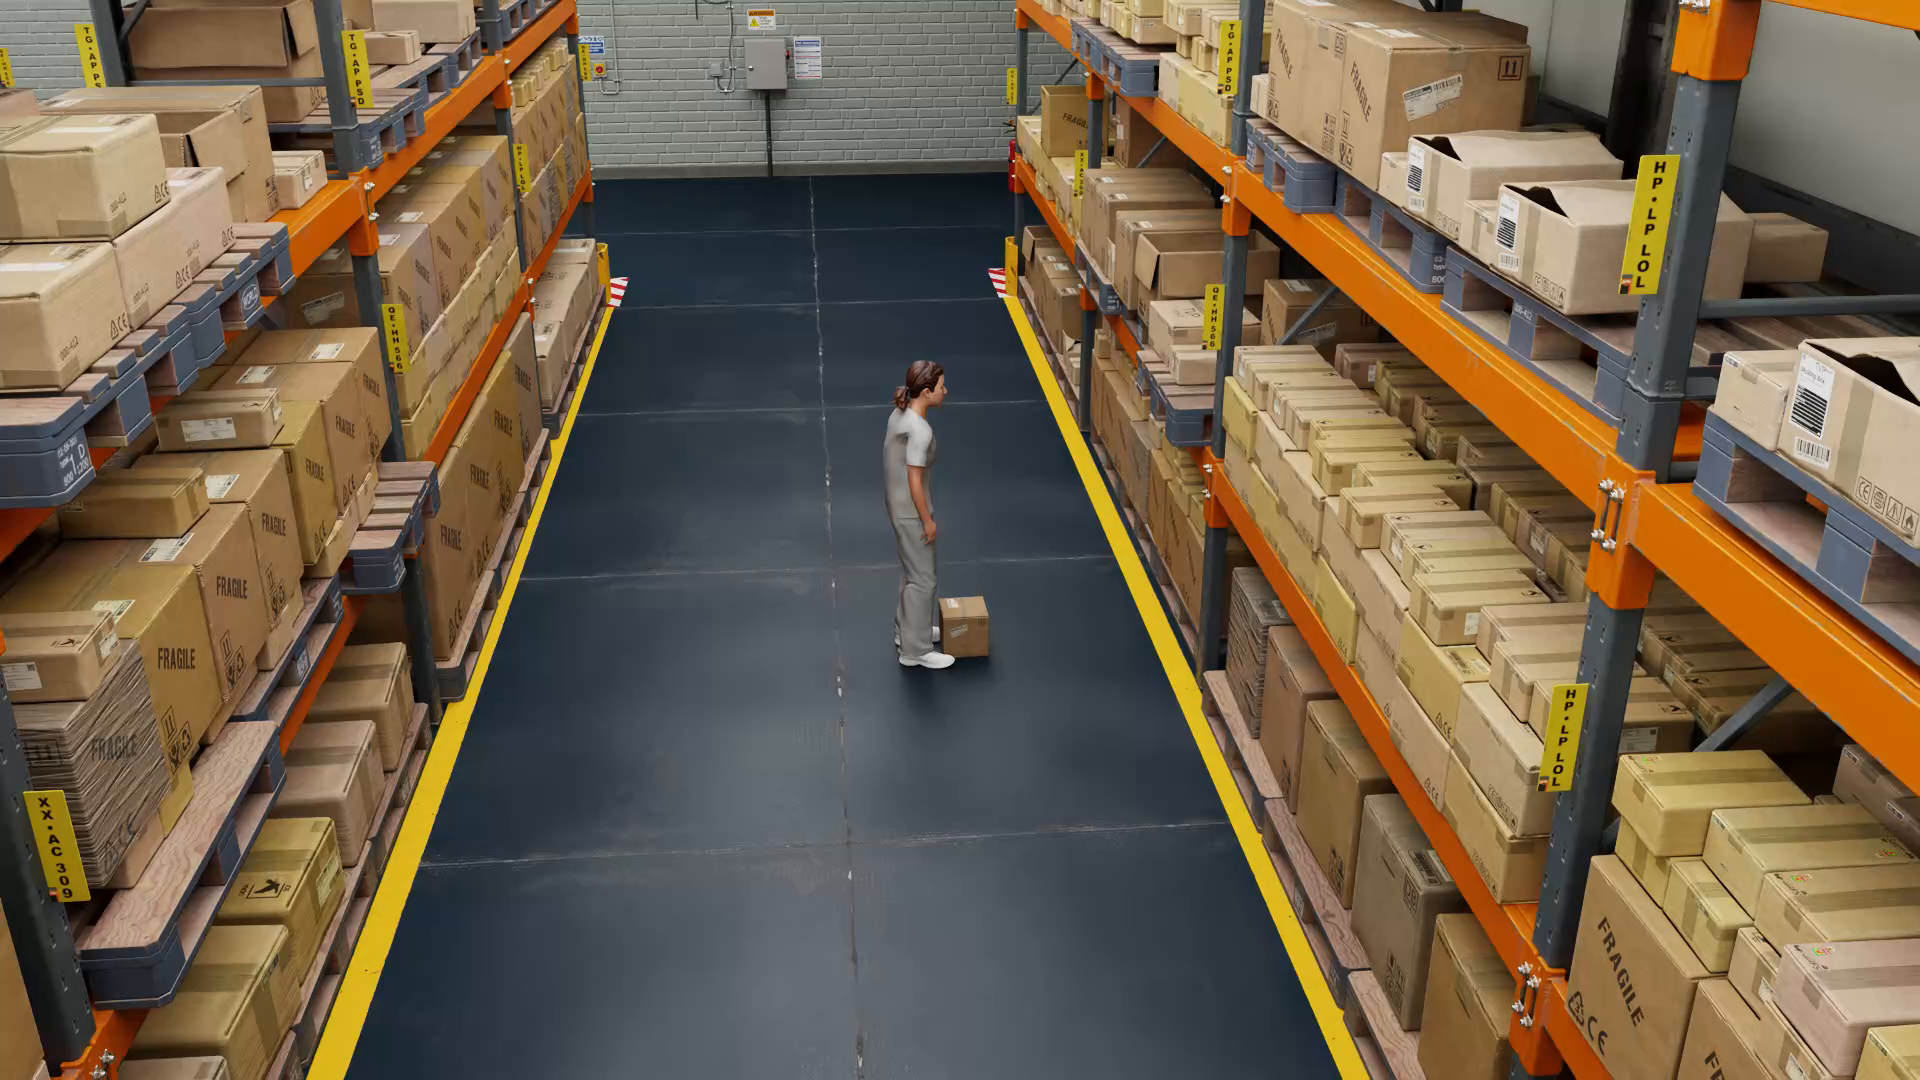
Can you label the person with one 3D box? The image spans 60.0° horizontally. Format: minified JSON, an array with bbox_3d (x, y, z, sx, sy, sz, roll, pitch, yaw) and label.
[{"bbox_3d":[-0.227,-0.143,8.956,0.359,1.648,0.514,-4,24,-8],"label":"person"}]
